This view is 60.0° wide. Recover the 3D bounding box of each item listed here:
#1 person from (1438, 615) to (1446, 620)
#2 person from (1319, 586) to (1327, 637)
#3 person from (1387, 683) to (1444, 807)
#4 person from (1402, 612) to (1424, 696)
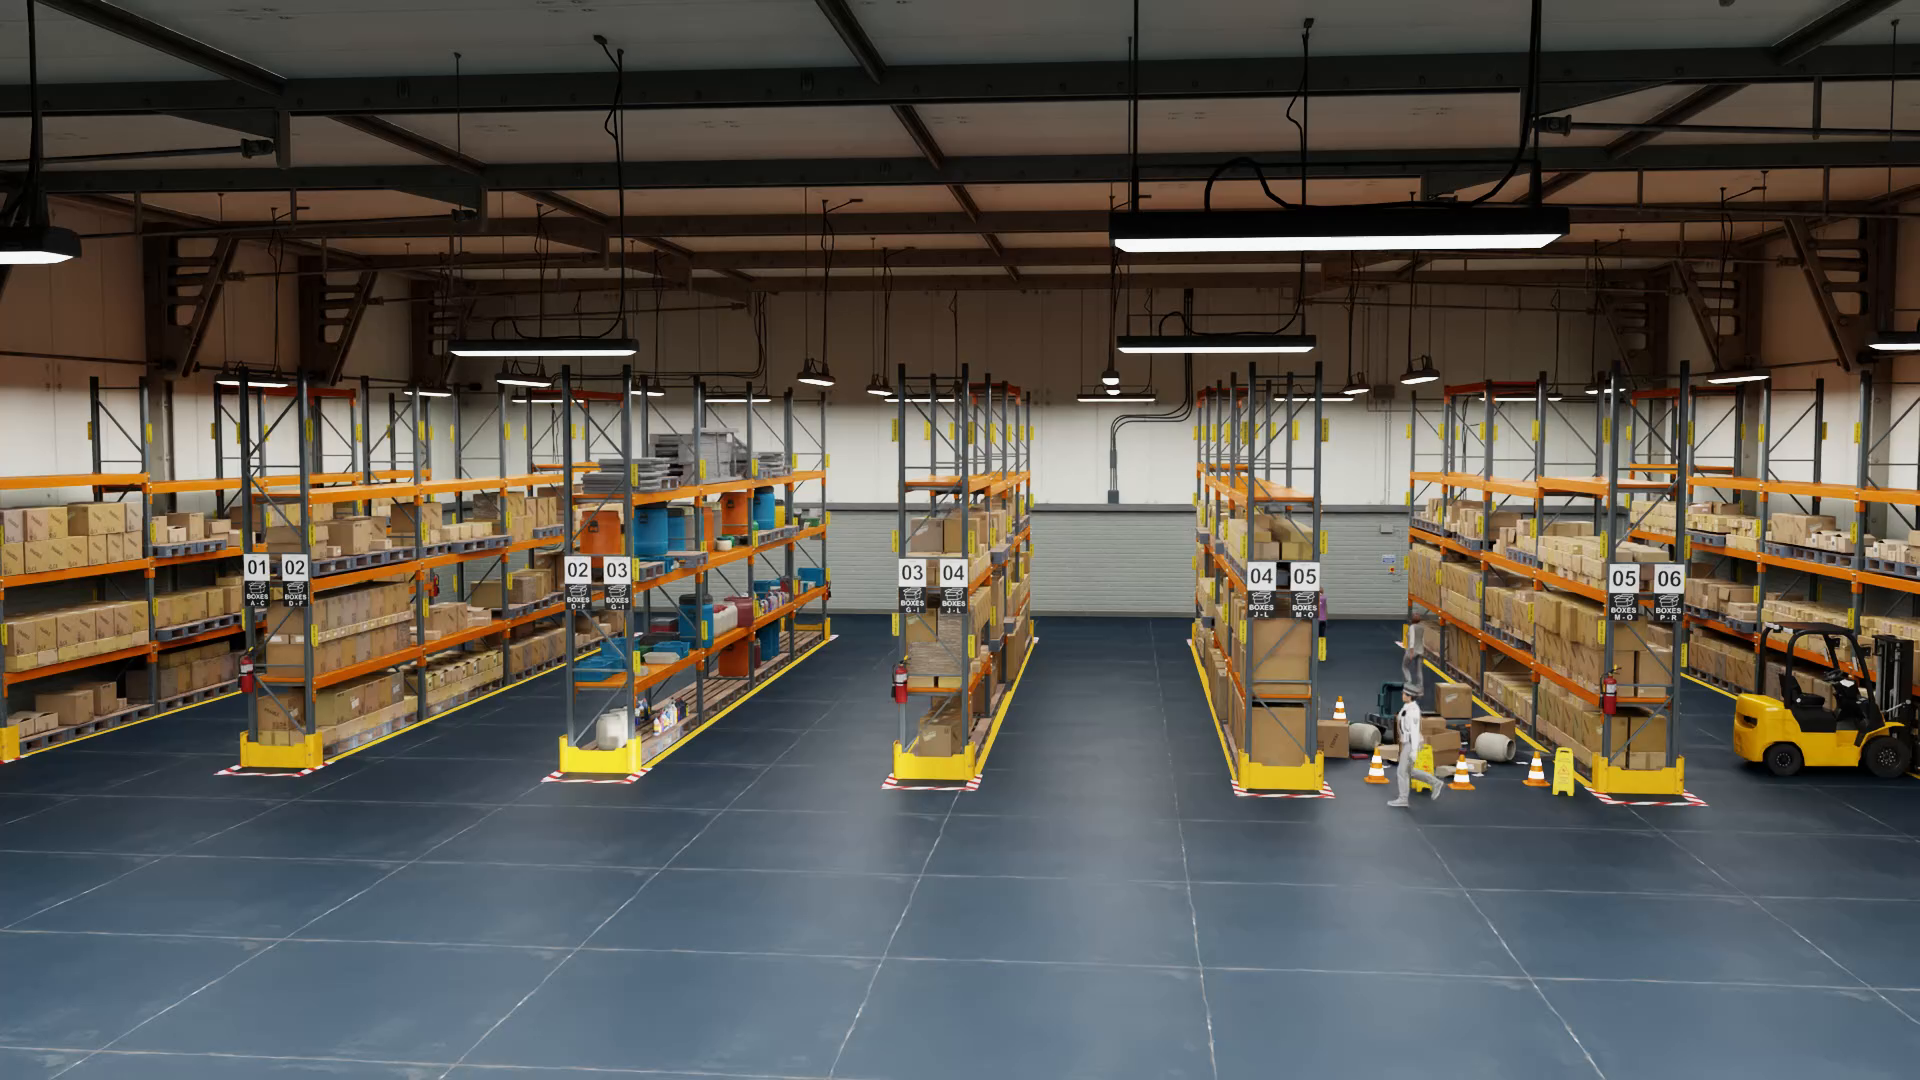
[{"bbox_3d":[12.432,1.381,42.630,0.478,1.802,0.568,-1,4,-20],"label":"person"},{"bbox_3d":[8.031,1.825,37.186,0.446,1.612,0.372,-2,4,-30],"label":"person"},{"bbox_3d":[6.114,2.733,22.261,0.776,1.654,0.506,0,4,2],"label":"person"},{"bbox_3d":[8.685,2.171,31.604,0.418,1.579,0.533,-1,4,-14],"label":"person"}]
